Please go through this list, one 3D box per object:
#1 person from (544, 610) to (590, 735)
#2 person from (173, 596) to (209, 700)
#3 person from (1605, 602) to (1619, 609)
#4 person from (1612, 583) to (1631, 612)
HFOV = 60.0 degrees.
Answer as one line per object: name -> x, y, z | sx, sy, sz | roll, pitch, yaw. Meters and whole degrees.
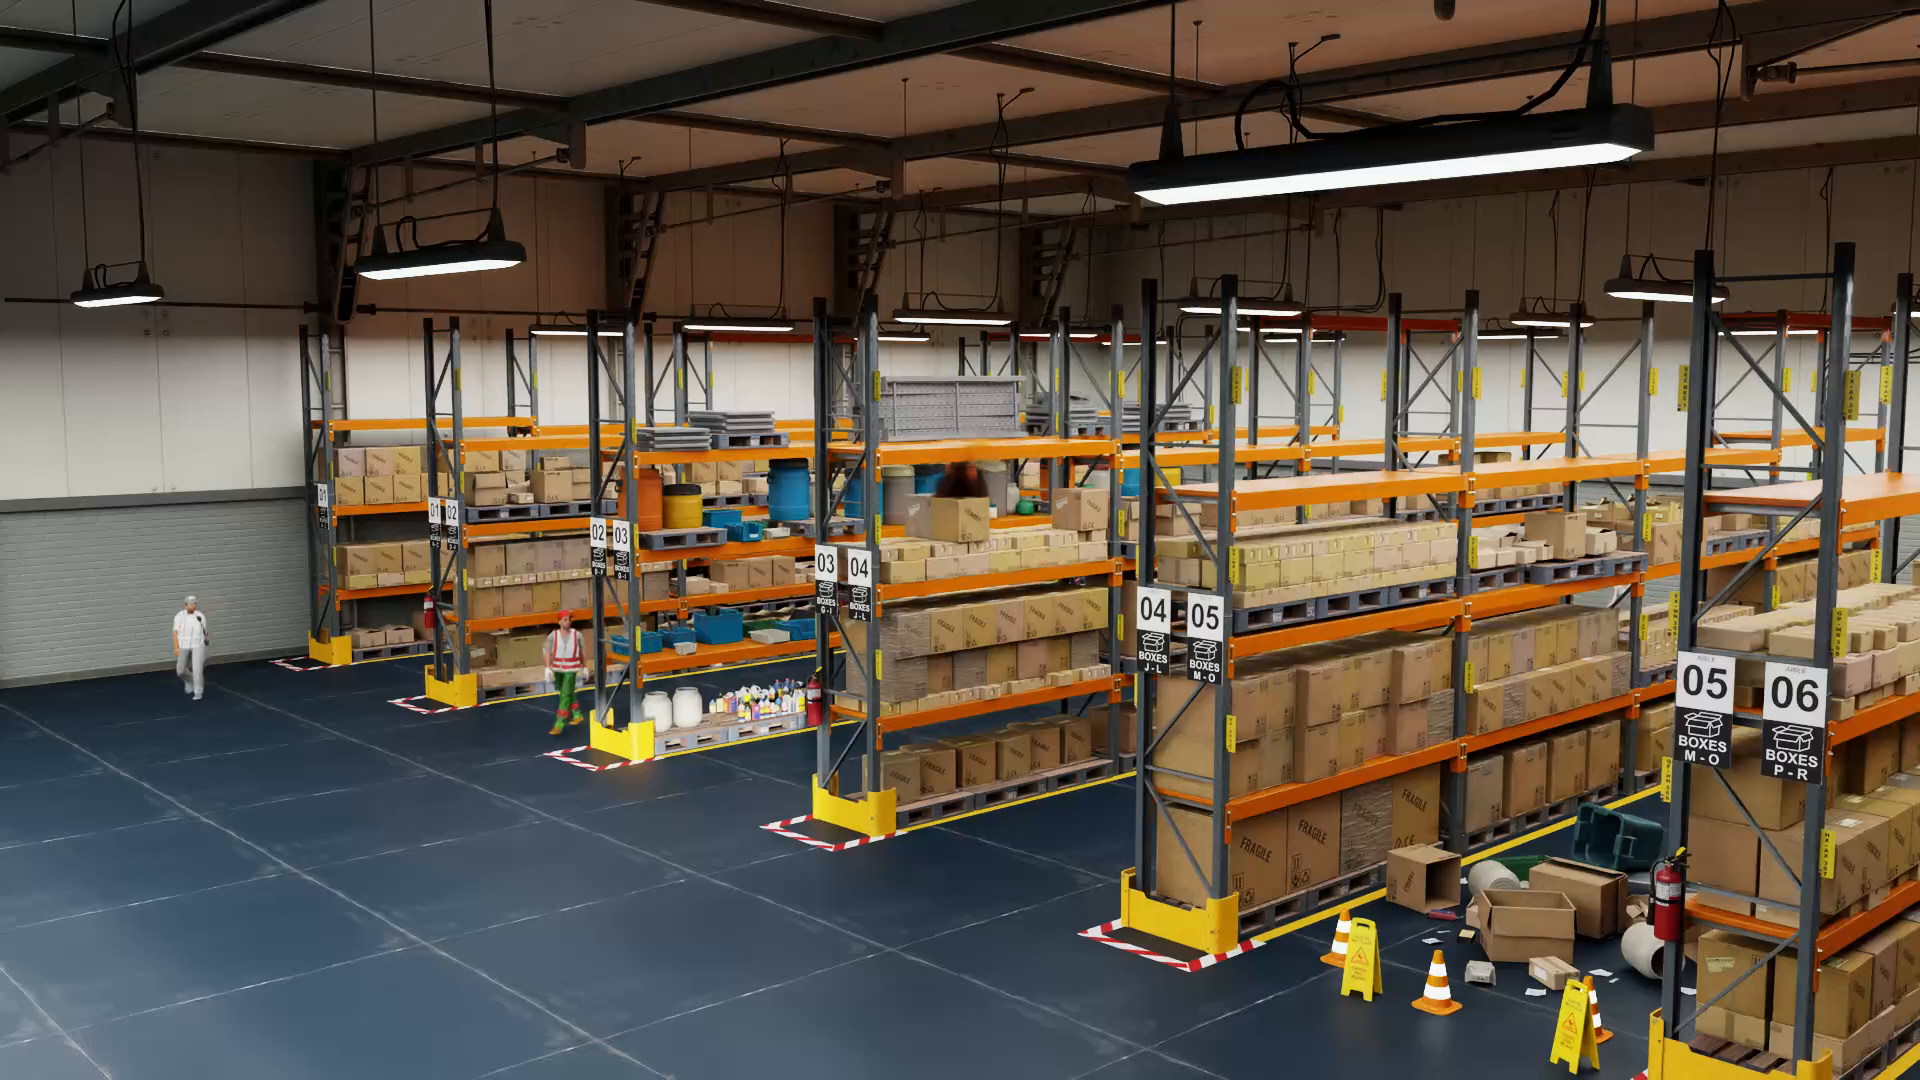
person -> -5.710, 1.881, 23.871 | 0.487, 1.742, 1.020 | 2, 6, 23
person -> -12.160, 1.685, 26.345 | 0.514, 1.634, 0.589 | -1, 6, -12
person -> 9.631, 1.791, 24.697 | 1.066, 1.742, 0.638 | -5, 8, -43
person -> 11.932, 1.346, 29.791 | 0.408, 1.598, 0.423 | 0, 6, -2
